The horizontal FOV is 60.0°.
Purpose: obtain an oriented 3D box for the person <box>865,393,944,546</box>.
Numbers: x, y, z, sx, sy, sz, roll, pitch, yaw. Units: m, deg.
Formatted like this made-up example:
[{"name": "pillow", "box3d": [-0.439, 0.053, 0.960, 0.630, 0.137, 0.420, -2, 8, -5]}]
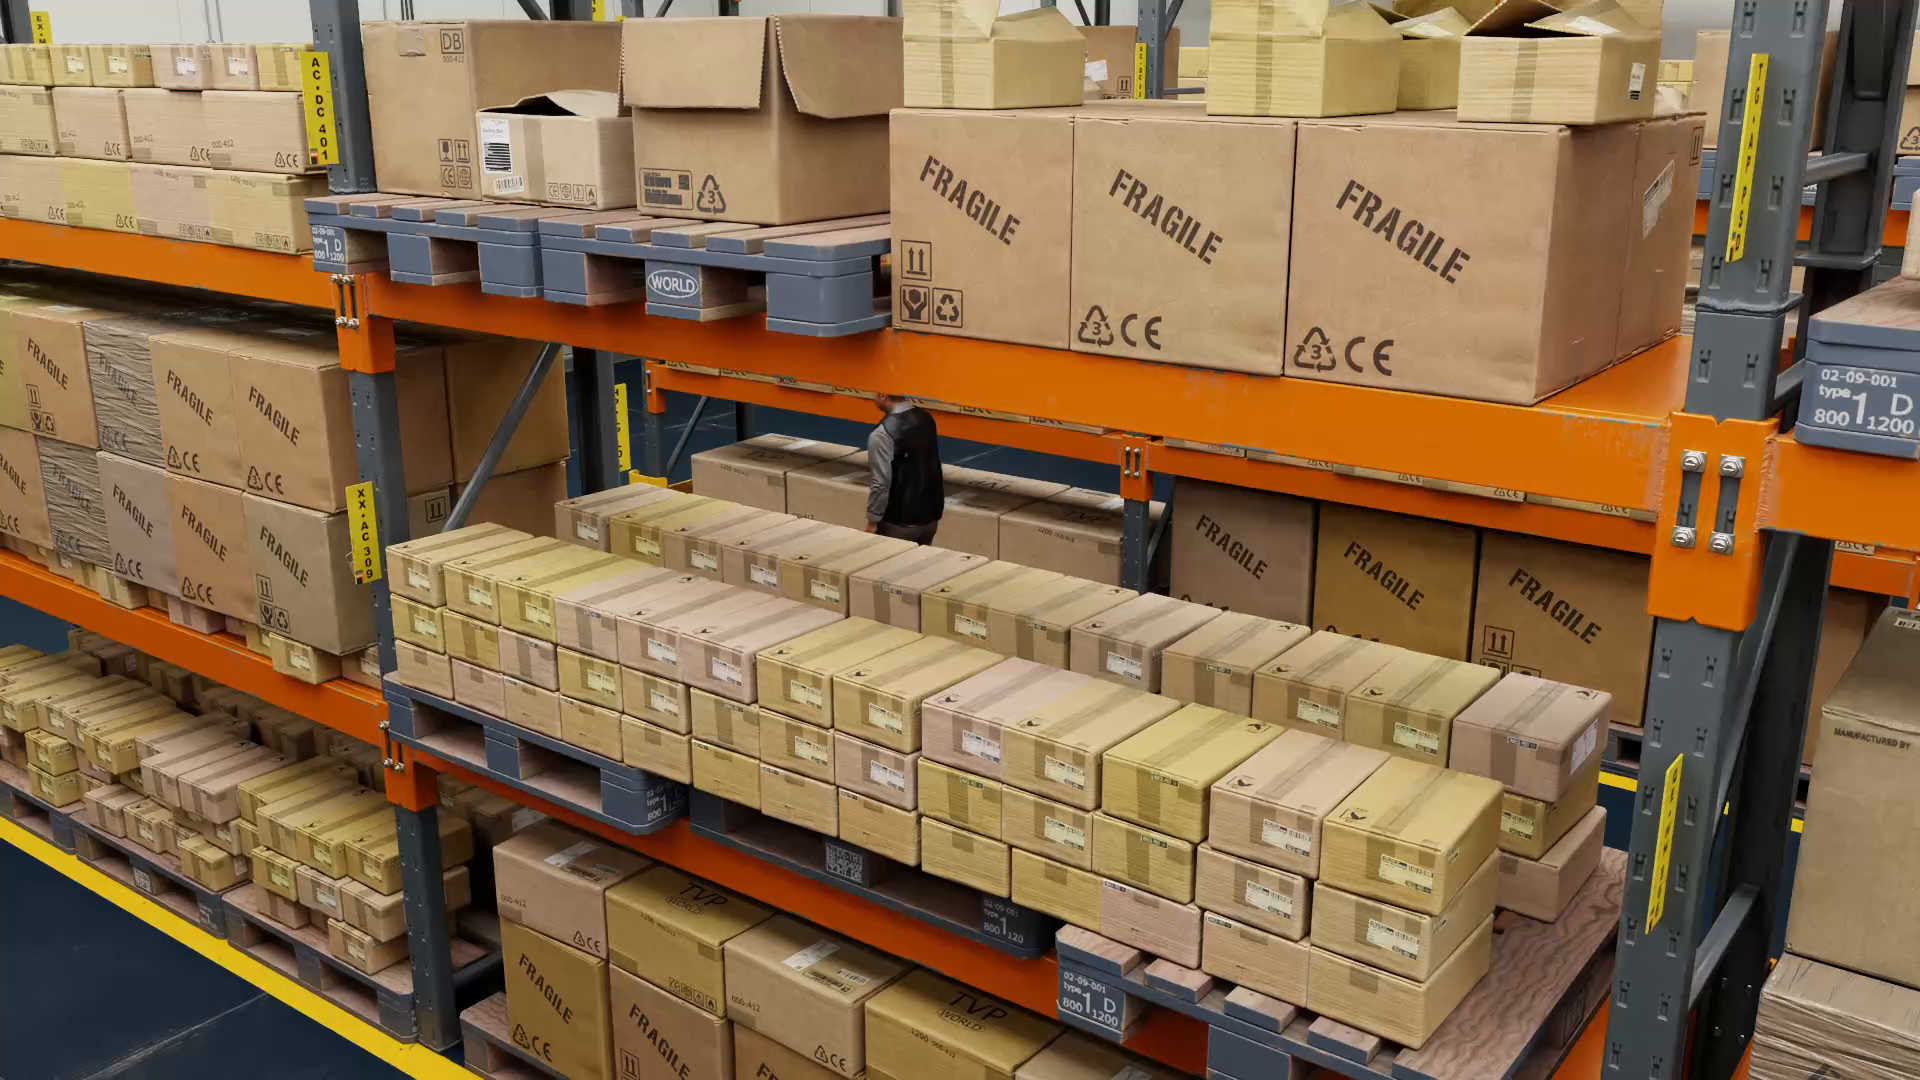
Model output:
[{"name": "person", "box3d": [-0.317, -0.120, 9.489, 0.419, 1.720, 0.578, 12, 20, 35]}]
